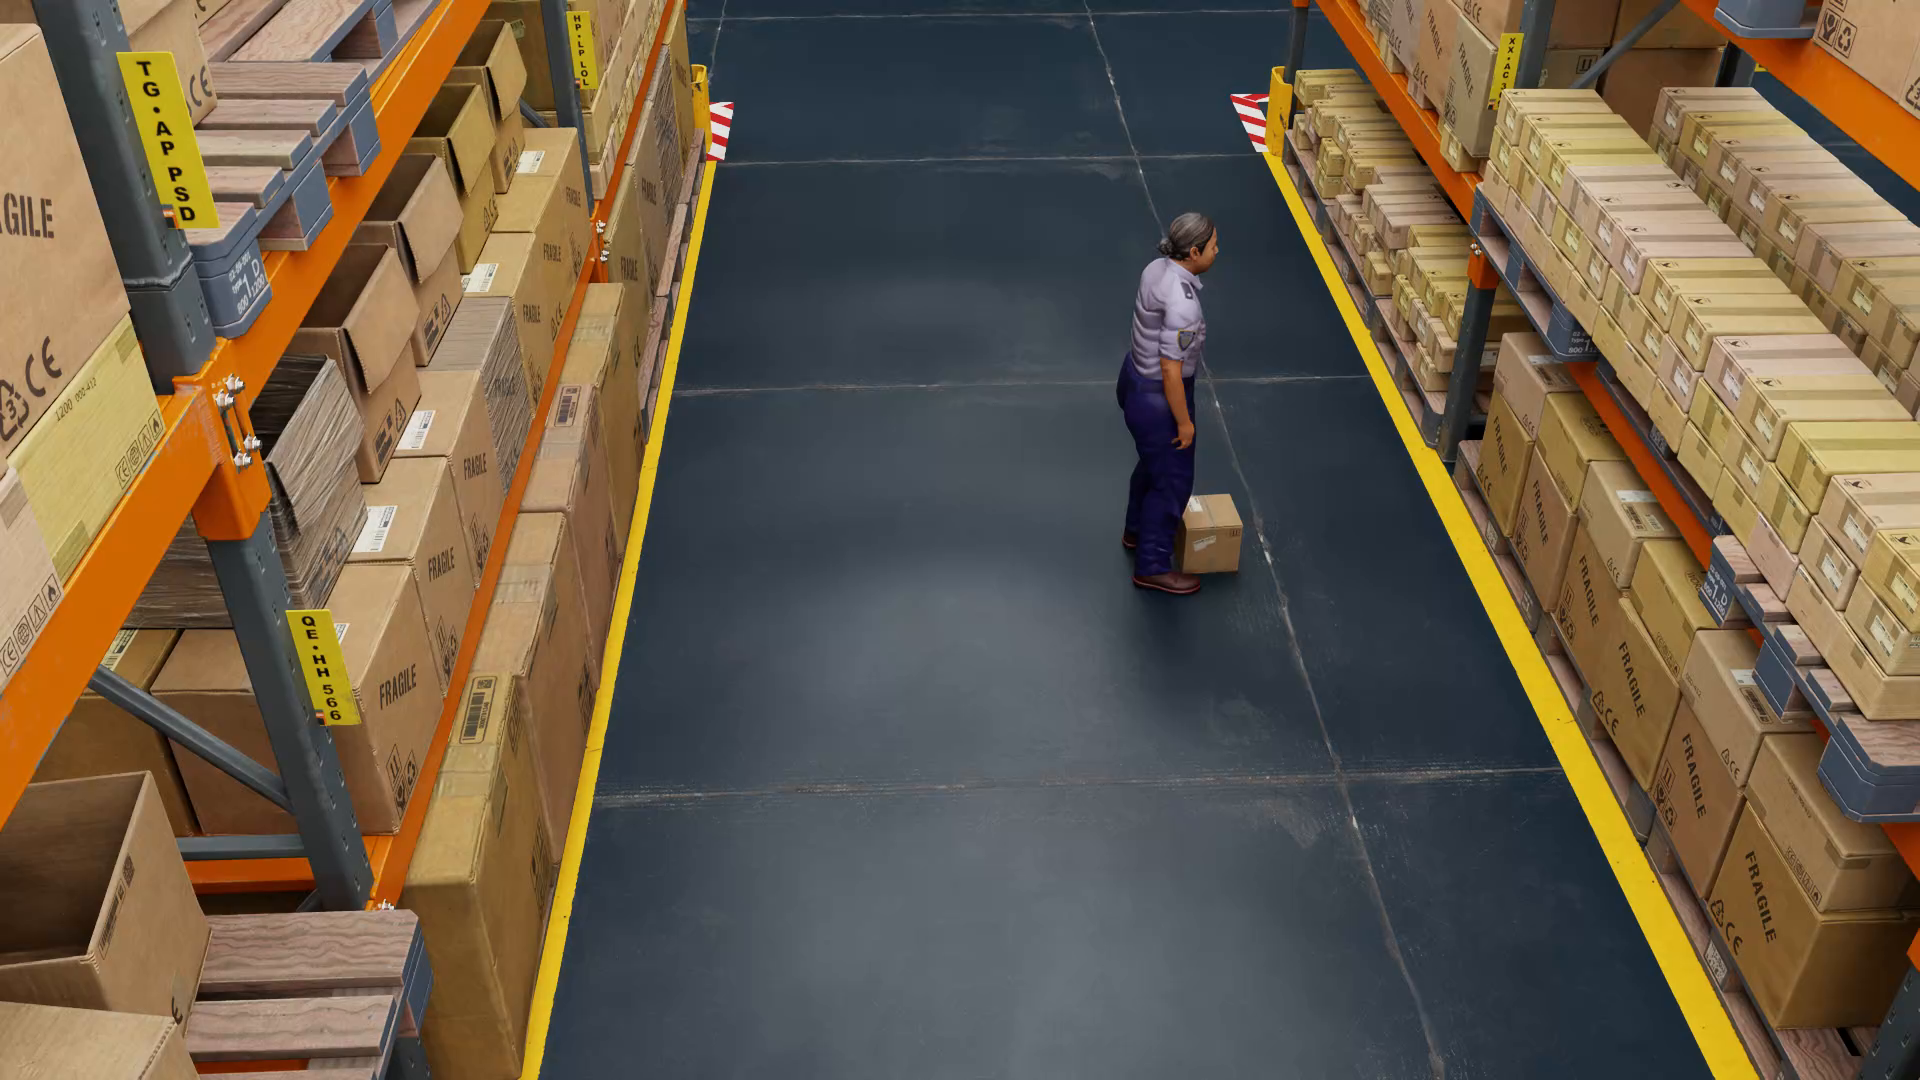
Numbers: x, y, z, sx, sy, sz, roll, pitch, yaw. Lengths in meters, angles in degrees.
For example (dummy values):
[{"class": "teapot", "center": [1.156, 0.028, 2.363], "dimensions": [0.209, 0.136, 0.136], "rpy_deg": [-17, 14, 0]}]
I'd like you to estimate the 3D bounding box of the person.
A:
[{"class": "person", "center": [0.860, -0.586, 6.975], "dimensions": [0.374, 1.651, 0.564], "rpy_deg": [-4, 36, -5]}]
